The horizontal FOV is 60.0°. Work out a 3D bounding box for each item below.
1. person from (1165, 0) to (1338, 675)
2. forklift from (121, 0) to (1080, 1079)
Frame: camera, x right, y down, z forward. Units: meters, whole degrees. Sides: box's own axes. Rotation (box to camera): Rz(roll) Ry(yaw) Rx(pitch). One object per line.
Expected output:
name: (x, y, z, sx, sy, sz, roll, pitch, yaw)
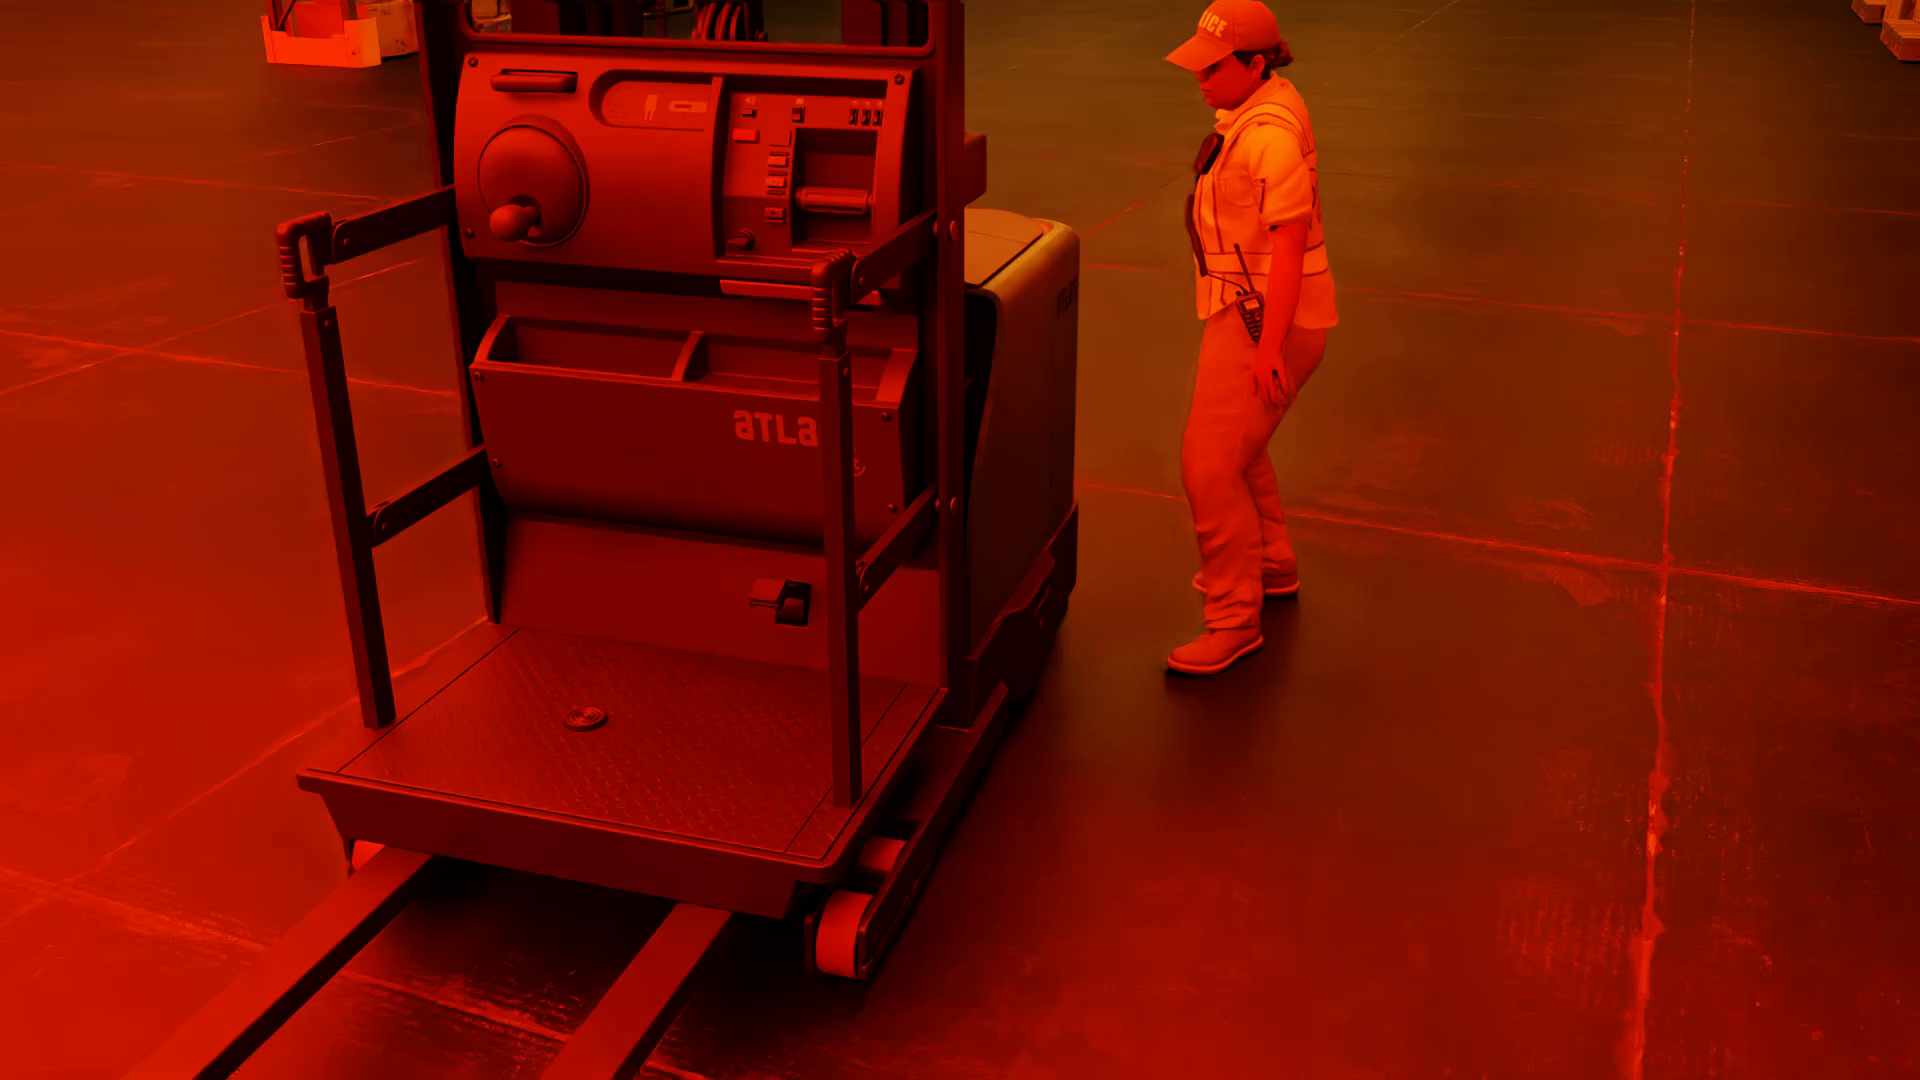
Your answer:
person: (0.734, -0.546, 4.298, 0.470, 1.638, 0.811, 2, 23, 6)
forklift: (-0.599, -0.700, 2.967, 1.130, 2.935, 3.031, 7, 24, 16)
